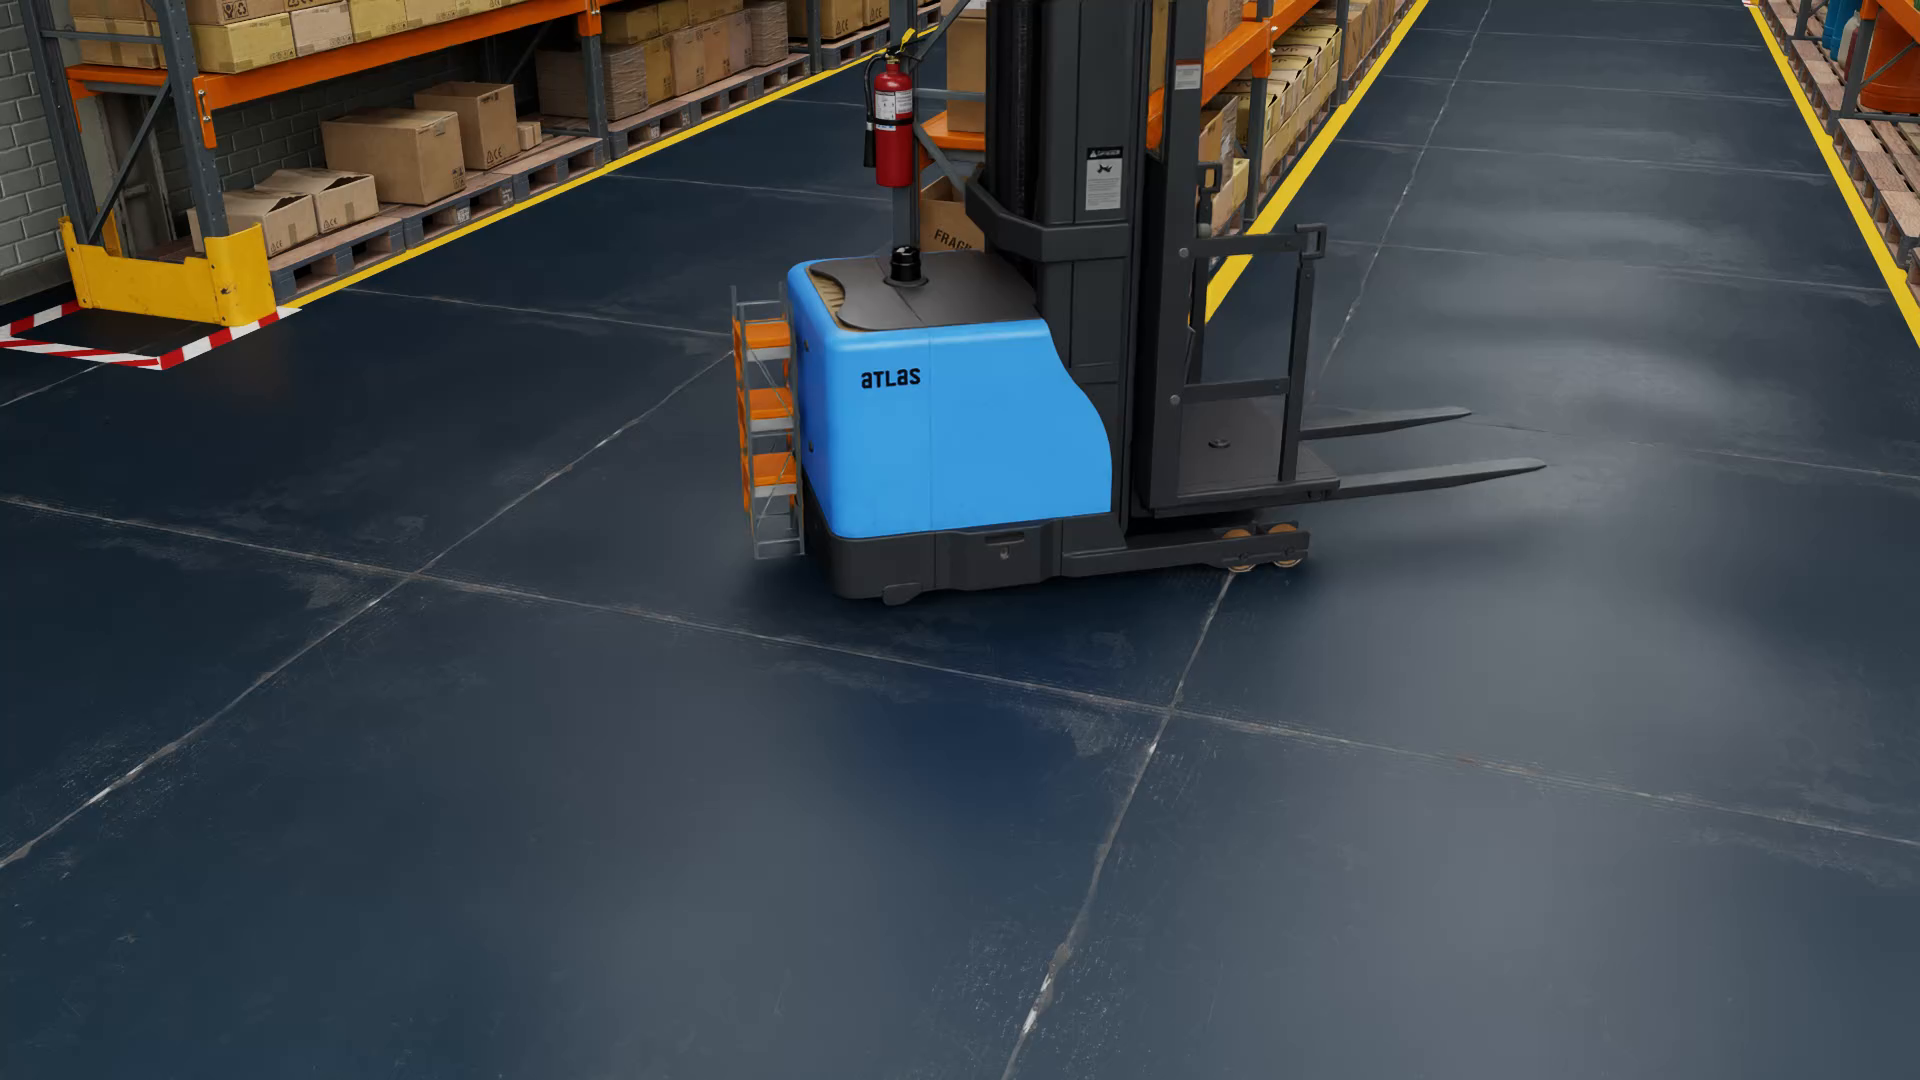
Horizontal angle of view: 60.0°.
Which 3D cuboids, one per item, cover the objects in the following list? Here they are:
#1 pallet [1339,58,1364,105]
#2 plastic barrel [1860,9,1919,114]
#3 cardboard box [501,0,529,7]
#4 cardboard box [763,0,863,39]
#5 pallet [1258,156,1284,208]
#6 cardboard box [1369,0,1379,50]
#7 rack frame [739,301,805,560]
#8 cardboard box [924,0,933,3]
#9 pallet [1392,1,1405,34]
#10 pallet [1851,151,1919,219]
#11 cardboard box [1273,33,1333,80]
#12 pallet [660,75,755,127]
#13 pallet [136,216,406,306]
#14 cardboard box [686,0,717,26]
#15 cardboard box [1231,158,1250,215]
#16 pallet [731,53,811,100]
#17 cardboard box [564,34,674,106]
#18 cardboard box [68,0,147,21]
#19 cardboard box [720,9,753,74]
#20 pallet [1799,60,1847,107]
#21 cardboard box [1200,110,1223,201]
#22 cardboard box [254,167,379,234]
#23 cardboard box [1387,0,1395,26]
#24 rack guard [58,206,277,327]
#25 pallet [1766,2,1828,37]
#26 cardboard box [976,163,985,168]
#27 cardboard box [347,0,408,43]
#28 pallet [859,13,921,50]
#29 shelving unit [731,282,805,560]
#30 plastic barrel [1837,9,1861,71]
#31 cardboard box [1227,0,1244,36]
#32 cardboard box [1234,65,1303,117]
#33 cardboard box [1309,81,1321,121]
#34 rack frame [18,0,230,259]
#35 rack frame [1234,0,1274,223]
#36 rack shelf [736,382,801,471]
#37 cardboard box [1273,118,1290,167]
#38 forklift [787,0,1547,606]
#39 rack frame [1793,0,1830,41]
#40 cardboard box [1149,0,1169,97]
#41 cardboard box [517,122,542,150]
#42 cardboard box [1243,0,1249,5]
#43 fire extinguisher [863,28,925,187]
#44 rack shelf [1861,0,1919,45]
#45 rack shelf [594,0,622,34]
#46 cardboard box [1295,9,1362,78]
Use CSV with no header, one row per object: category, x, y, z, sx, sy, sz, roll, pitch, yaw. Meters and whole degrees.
pallet,3.129,-4.260,15.306,1.003,0.211,1.213,9,27,17
plastic barrel,7.662,-3.910,13.391,0.600,0.830,0.708,9,27,17
cardboard box,-3.204,-3.786,11.277,0.500,0.250,0.500,9,27,18
cardboard box,-1.459,-5.435,16.519,0.750,0.750,0.750,8,27,17
pallet,1.723,-2.623,11.926,1.003,0.211,1.213,9,27,17
cardboard box,3.776,-5.069,16.141,0.500,0.500,0.500,8,27,16
rack frame,-0.717,-0.404,6.379,0.200,1.050,0.008,-6,27,-13
cardboard box,-0.590,-6.510,18.738,0.750,0.750,0.750,9,27,18
pallet,4.406,-5.885,18.662,1.003,0.211,1.213,9,27,17
pallet,6.813,-2.427,11.519,1.003,0.211,1.213,9,27,17
cardboard box,2.736,-3.952,13.500,0.500,0.311,0.500,8,27,17
pallet,-2.496,-3.855,14.470,1.003,0.211,1.213,9,27,17
pallet,-4.161,-1.748,10.118,1.003,0.211,1.213,9,27,17
cardboard box,-2.433,-4.600,14.313,0.500,0.250,0.500,9,27,17
cardboard box,1.566,-2.299,10.730,0.500,0.250,0.500,9,27,17
pallet,-2.089,-4.355,15.502,1.003,0.211,1.213,9,27,17
cardboard box,-2.805,-3.884,13.694,0.700,0.500,0.500,8,27,16
cardboard box,-4.533,-3.147,9.096,0.500,0.500,0.500,8,27,17
cardboard box,-2.299,-4.505,14.977,0.700,0.500,0.500,9,27,17
pallet,8.146,-4.069,14.911,1.003,0.211,1.213,9,27,17
cardboard box,1.226,-2.227,9.720,0.500,0.500,0.500,9,27,17
cardboard box,-3.985,-2.136,10.301,0.500,0.311,0.500,11,28,22
cardboard box,4.282,-5.686,17.416,0.500,0.500,0.500,9,27,17
rack guard,-4.464,-1.549,9.376,1.175,0.500,0.348,9,27,17
pallet,9.459,-5.694,18.267,1.003,0.211,1.213,9,27,17
cardboard box,0.400,-1.892,9.028,0.500,0.500,0.500,9,27,17
cardboard box,-3.693,-3.163,9.990,0.500,0.250,0.500,8,27,17
pallet,-1.086,-5.488,17.843,1.003,0.211,1.213,9,27,17
shelving unit,-0.747,-0.455,6.485,0.215,1.050,0.252,-6,27,-13
plastic barrel,8.141,-4.476,14.925,0.421,0.512,0.421,0,26,0
cardboard box,1.372,-3.432,10.281,0.700,0.500,0.500,8,27,16
cardboard box,2.229,-3.325,12.206,0.500,0.311,0.500,8,27,16
cardboard box,2.562,-3.495,13.200,0.500,0.250,0.500,9,27,19
rack frame,-4.489,-2.643,8.767,1.000,3.000,0.127,9,27,17
rack frame,1.514,-3.570,10.681,1.000,3.000,0.127,9,27,17
rack shelf,-0.747,-0.446,6.490,0.215,0.259,0.240,-6,27,-13
cardboard box,2.053,-2.861,11.891,0.500,0.250,0.500,9,27,19
forklift,0.881,-1.408,6.295,3.031,2.935,1.130,-6,27,-13
rack frame,8.846,-6.138,15.985,1.000,3.000,0.127,9,27,17
cardboard box,0.691,-2.581,8.524,0.700,0.500,0.500,9,27,18
cardboard box,-3.308,-2.985,12.220,0.380,0.166,0.250,5,26,11
cardboard box,1.637,-3.711,11.145,0.500,0.250,0.500,11,28,21
fire extinguisher,-0.294,-1.910,7.342,0.296,0.674,0.183,9,27,17
rack shelf,6.850,-3.348,11.049,1.077,0.370,4.000,9,27,17
rack shelf,-2.493,-4.785,14.016,1.077,0.370,4.000,9,27,17
cardboard box,3.266,-4.432,14.826,0.500,0.500,0.500,10,28,20
